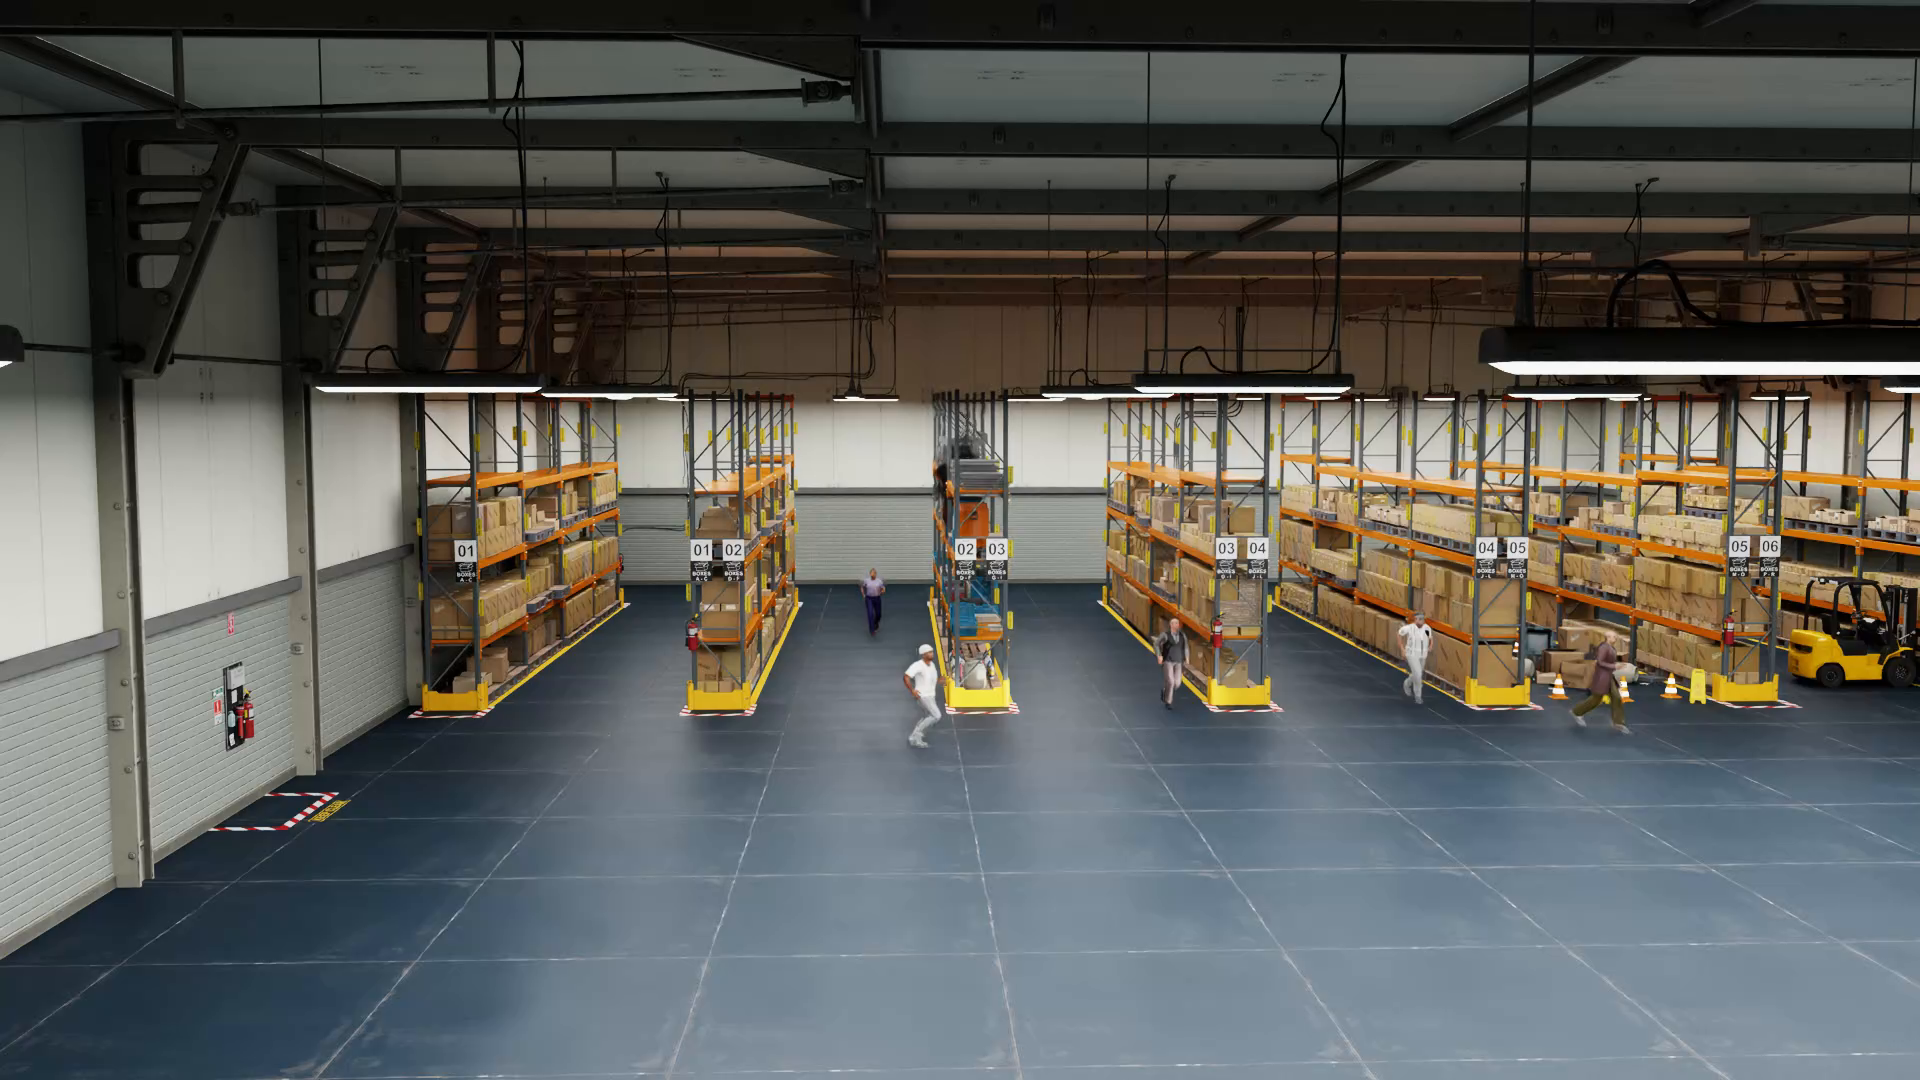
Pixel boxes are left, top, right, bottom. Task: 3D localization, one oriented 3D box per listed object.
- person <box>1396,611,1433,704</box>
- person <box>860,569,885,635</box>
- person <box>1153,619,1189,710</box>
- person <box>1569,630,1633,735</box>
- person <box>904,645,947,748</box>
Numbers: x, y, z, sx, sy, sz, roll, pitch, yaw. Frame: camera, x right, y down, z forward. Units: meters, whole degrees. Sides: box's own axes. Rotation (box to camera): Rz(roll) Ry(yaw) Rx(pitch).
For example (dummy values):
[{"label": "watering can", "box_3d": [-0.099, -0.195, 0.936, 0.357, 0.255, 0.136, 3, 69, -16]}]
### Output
[{"label": "person", "box_3d": [8.785, 2.270, 32.166, 0.673, 1.848, 0.864, -1, 5, -17]}, {"label": "person", "box_3d": [-2.167, 1.525, 41.499, 0.619, 1.619, 0.870, -1, 5, -10]}, {"label": "person", "box_3d": [4.026, 2.336, 31.434, 0.708, 1.686, 0.641, -1, 5, -16]}, {"label": "person", "box_3d": [11.239, 2.464, 29.109, 1.096, 1.800, 0.735, 3, 6, 37]}, {"label": "person", "box_3d": [-0.556, 2.597, 27.664, 0.642, 1.722, 0.694, 2, 5, 22]}]
